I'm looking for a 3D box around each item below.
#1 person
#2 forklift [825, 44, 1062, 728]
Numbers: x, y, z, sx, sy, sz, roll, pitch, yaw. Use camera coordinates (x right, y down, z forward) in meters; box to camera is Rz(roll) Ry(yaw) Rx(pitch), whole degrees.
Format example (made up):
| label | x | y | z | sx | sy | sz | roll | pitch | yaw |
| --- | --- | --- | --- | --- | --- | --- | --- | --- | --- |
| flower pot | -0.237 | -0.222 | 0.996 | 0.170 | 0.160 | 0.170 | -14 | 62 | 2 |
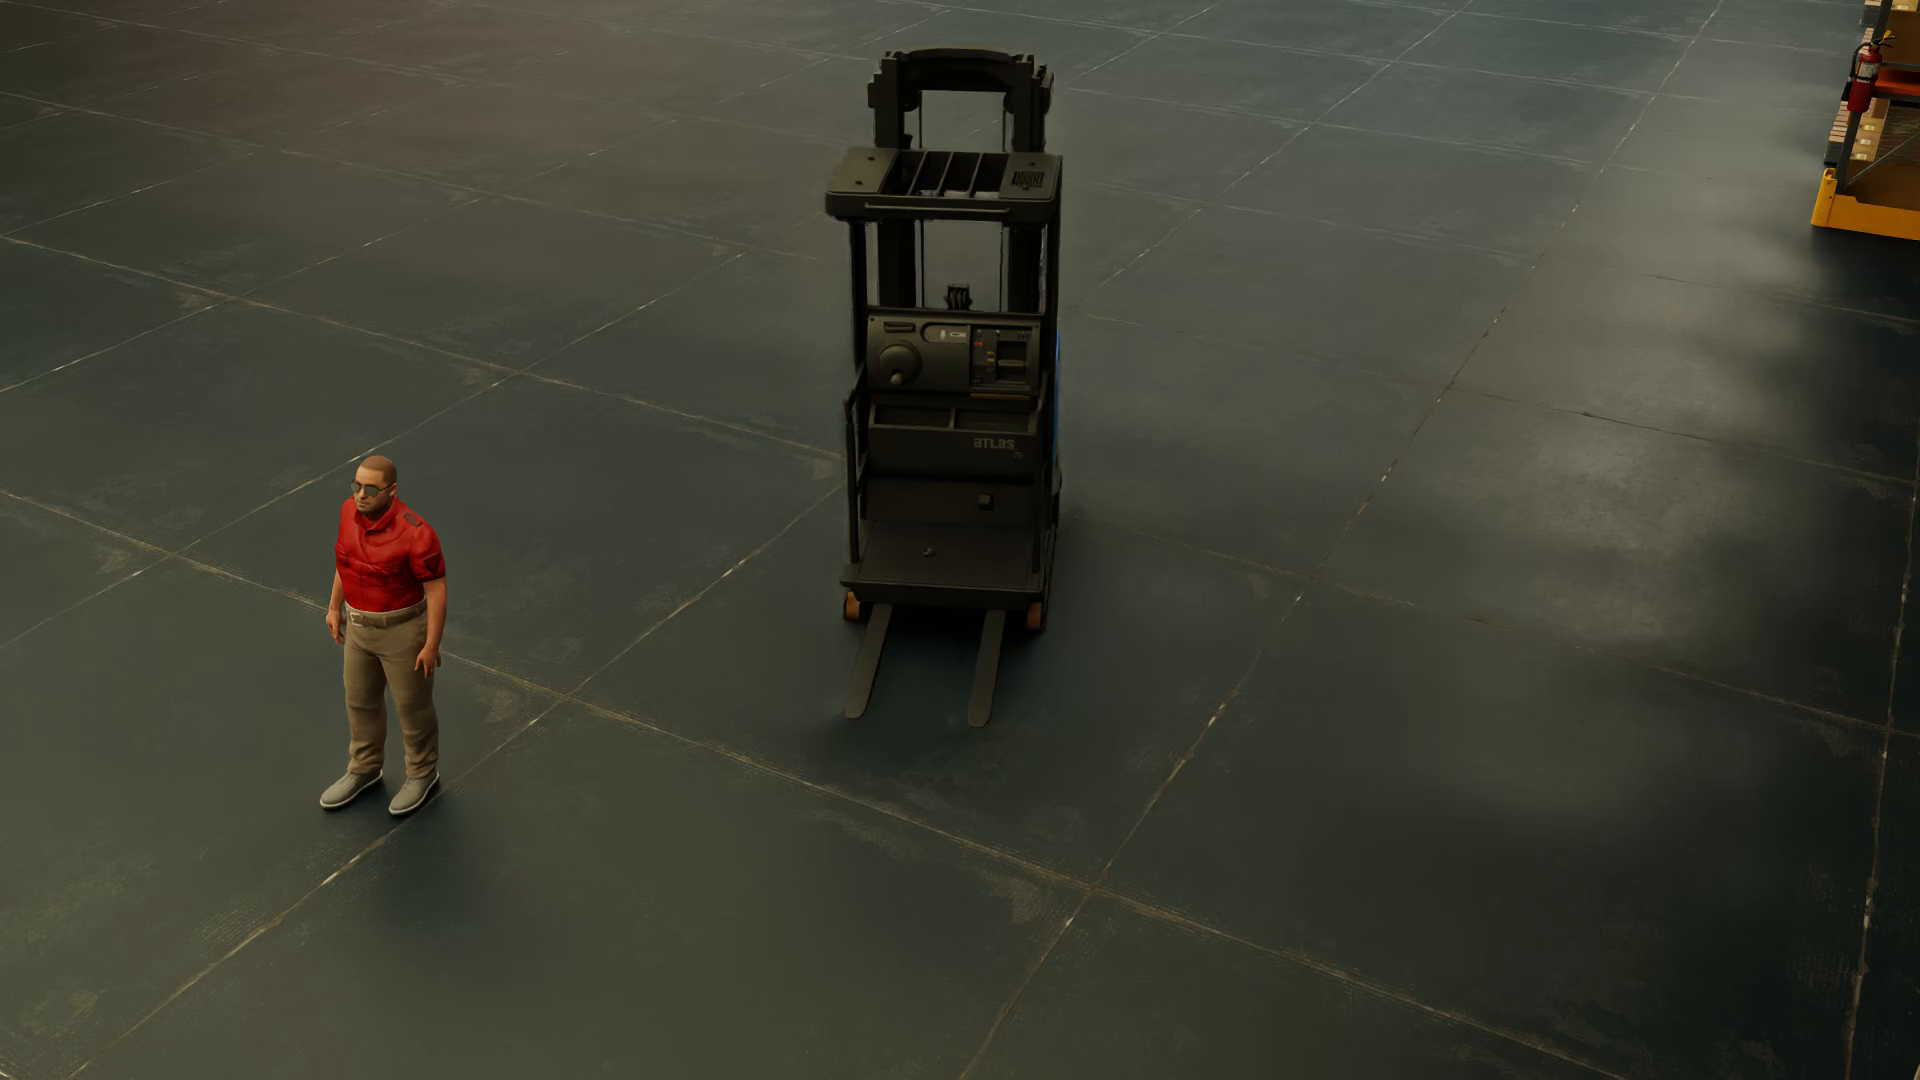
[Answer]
| label | x | y | z | sx | sy | sz | roll | pitch | yaw |
| --- | --- | --- | --- | --- | --- | --- | --- | --- | --- |
| person | -2.629 | 0.452 | 7.475 | 0.637 | 1.727 | 0.550 | 14 | 33 | 22 |
| forklift | -0.055 | -0.948 | 8.714 | 1.130 | 2.935 | 3.031 | 3 | 30 | 5 |
